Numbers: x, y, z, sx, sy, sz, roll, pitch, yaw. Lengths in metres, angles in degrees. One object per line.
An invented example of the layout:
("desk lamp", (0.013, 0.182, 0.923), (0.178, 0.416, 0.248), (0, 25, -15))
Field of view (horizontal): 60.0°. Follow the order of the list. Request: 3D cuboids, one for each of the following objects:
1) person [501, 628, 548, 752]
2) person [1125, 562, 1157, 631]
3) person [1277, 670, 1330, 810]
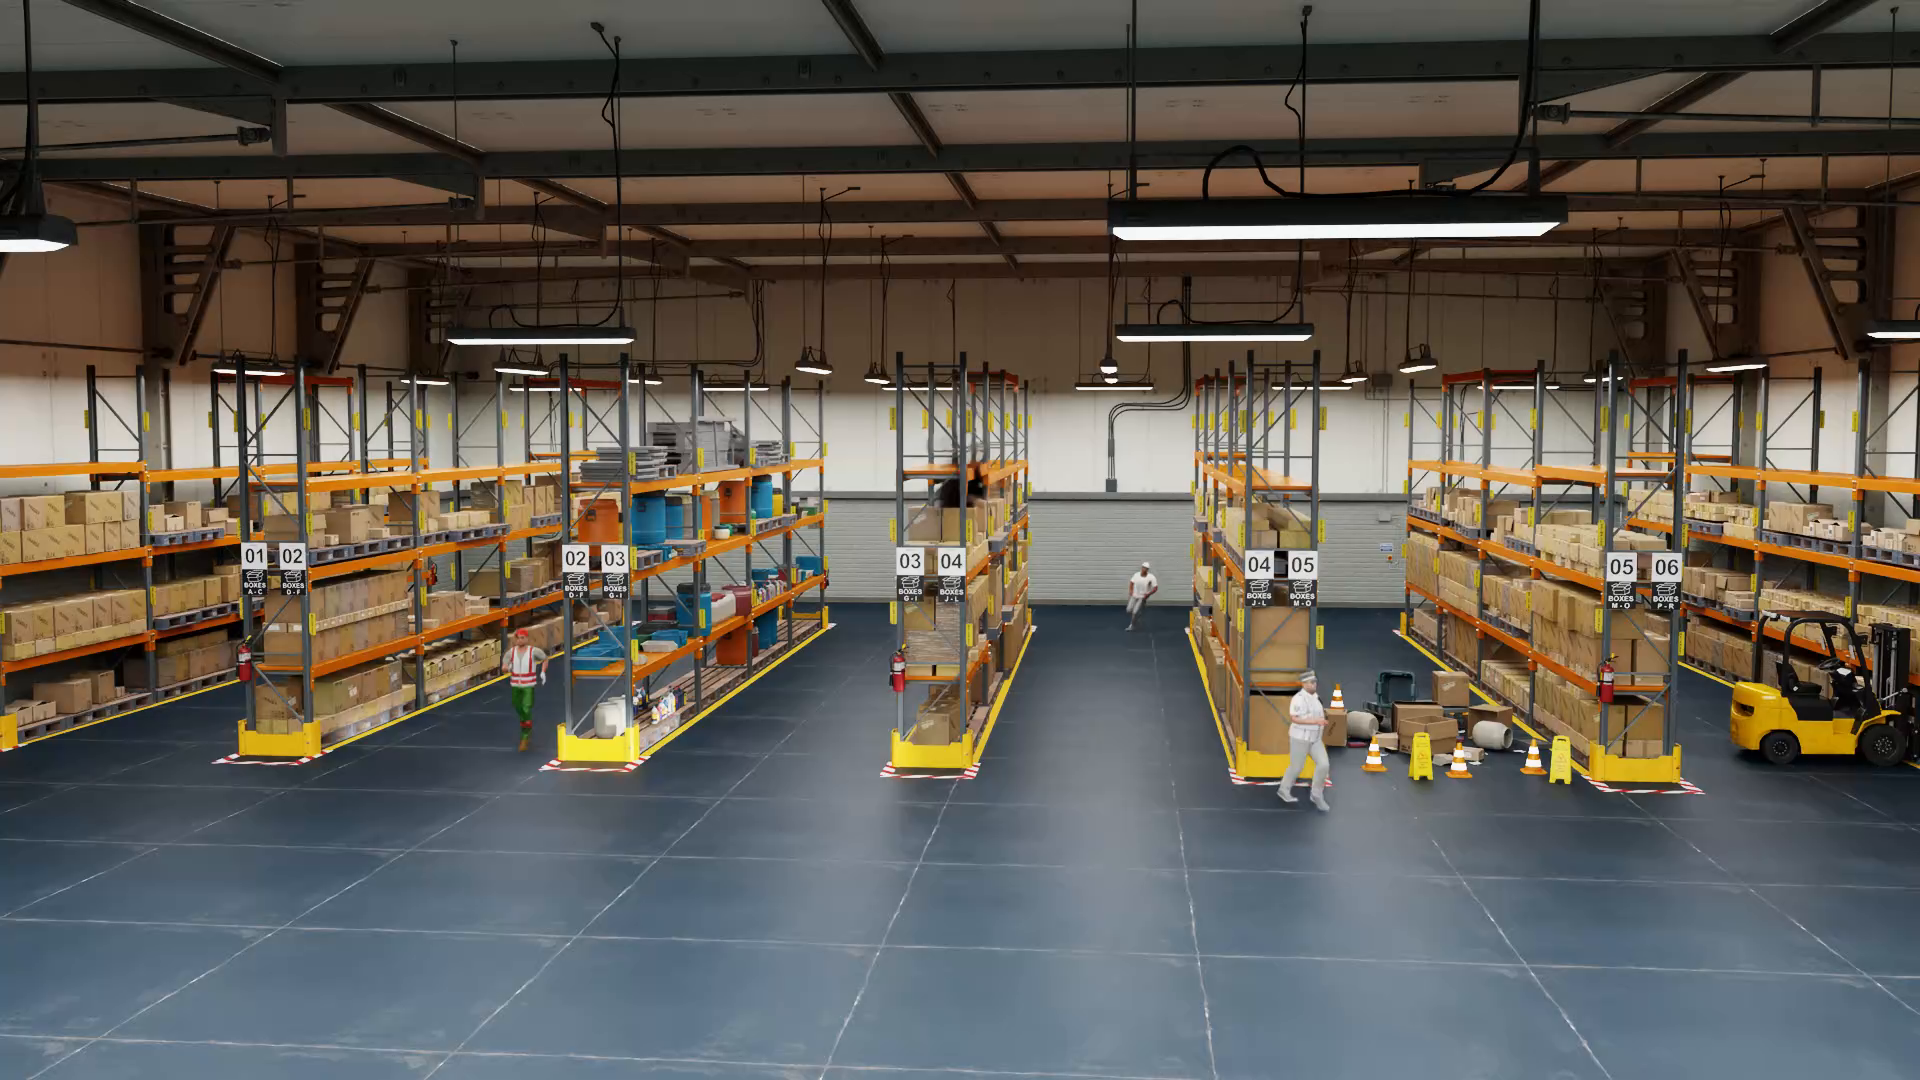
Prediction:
("person", (-6.716, 2.271, 25.612), (0.653, 1.827, 0.871), (0, 4, 6))
("person", (4.358, 1.353, 39.793), (0.729, 1.665, 0.557), (3, 5, 38))
("person", (4.474, 2.598, 21.550), (0.645, 1.847, 0.799), (-3, 5, -40))
